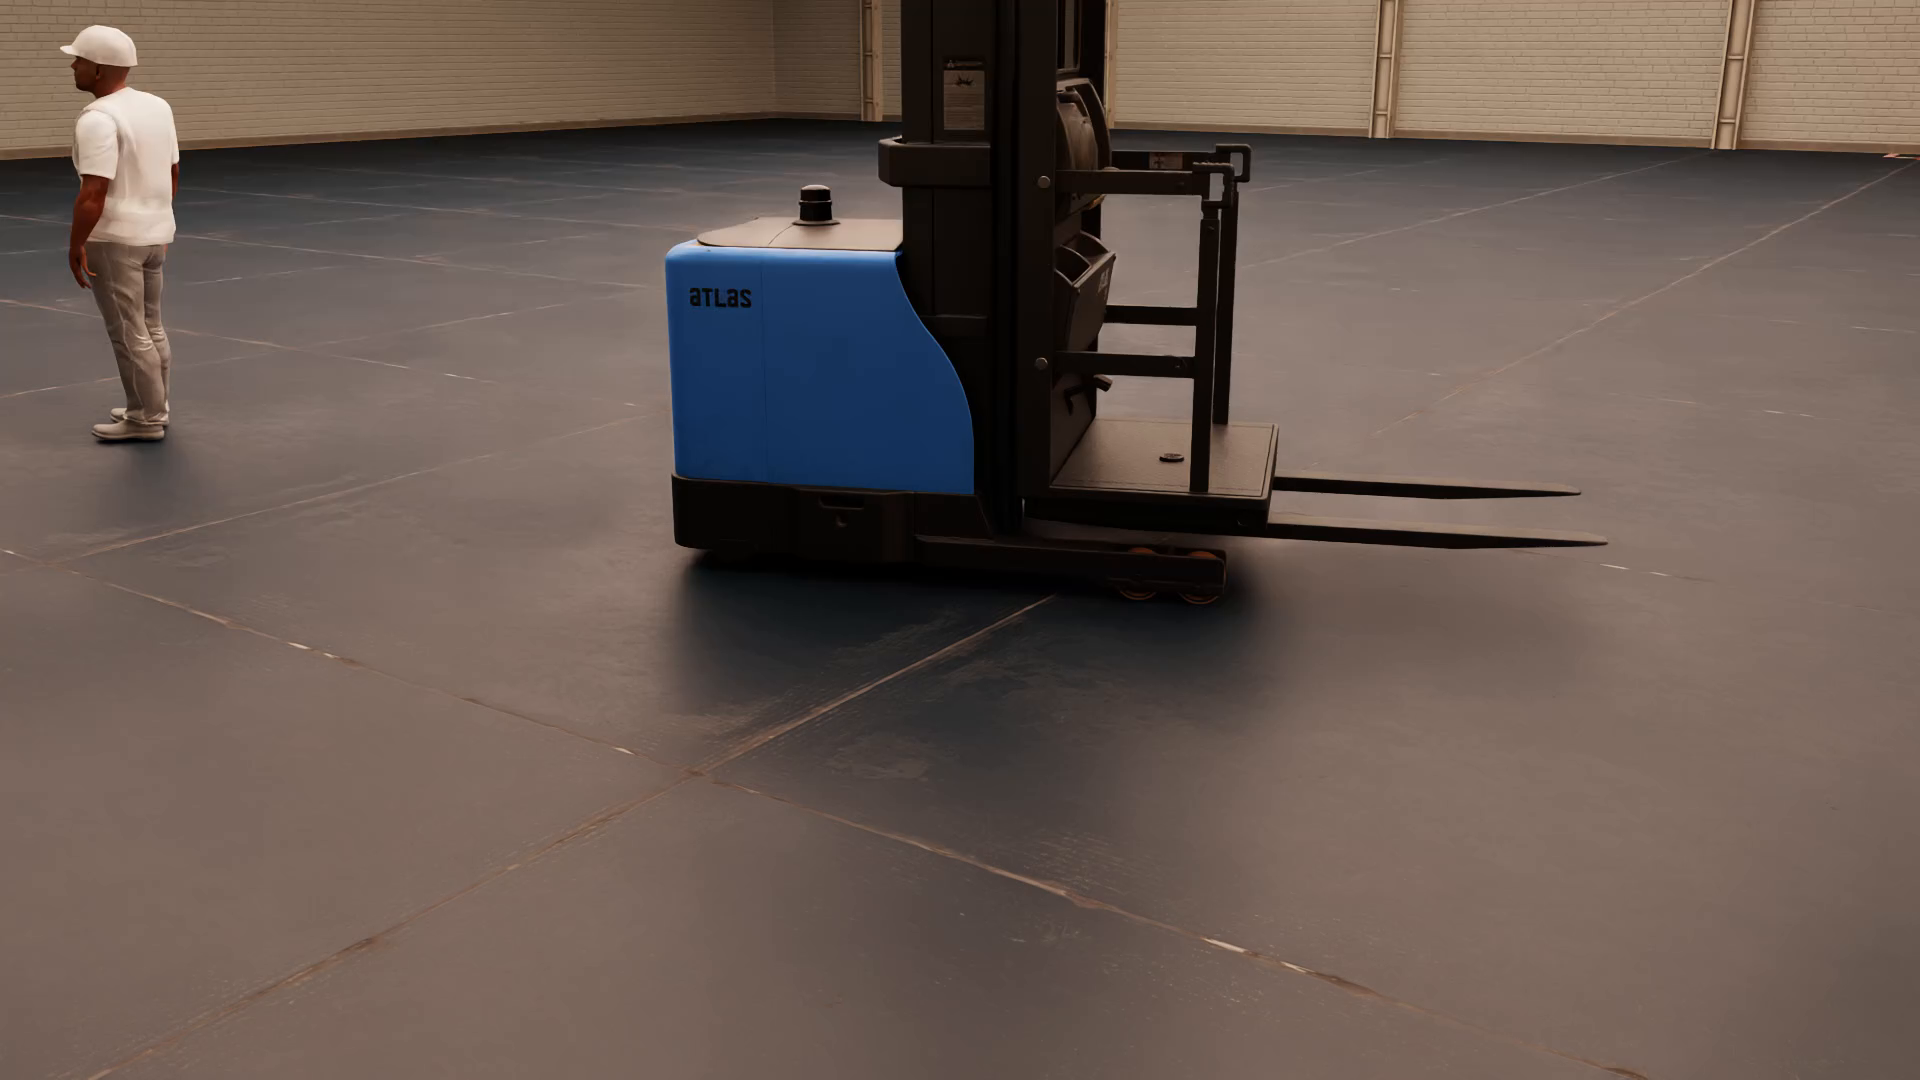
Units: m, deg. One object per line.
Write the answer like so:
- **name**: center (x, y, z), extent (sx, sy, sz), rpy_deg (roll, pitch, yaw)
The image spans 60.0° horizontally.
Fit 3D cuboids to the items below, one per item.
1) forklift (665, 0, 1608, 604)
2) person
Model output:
- **forklift**: center (0.595, -1.367, 5.404), extent (3.031, 2.935, 1.130), rpy_deg (4, 17, 12)
- **person**: center (-3.696, -1.311, 7.224), extent (0.574, 1.769, 0.665), rpy_deg (2, 17, 6)
